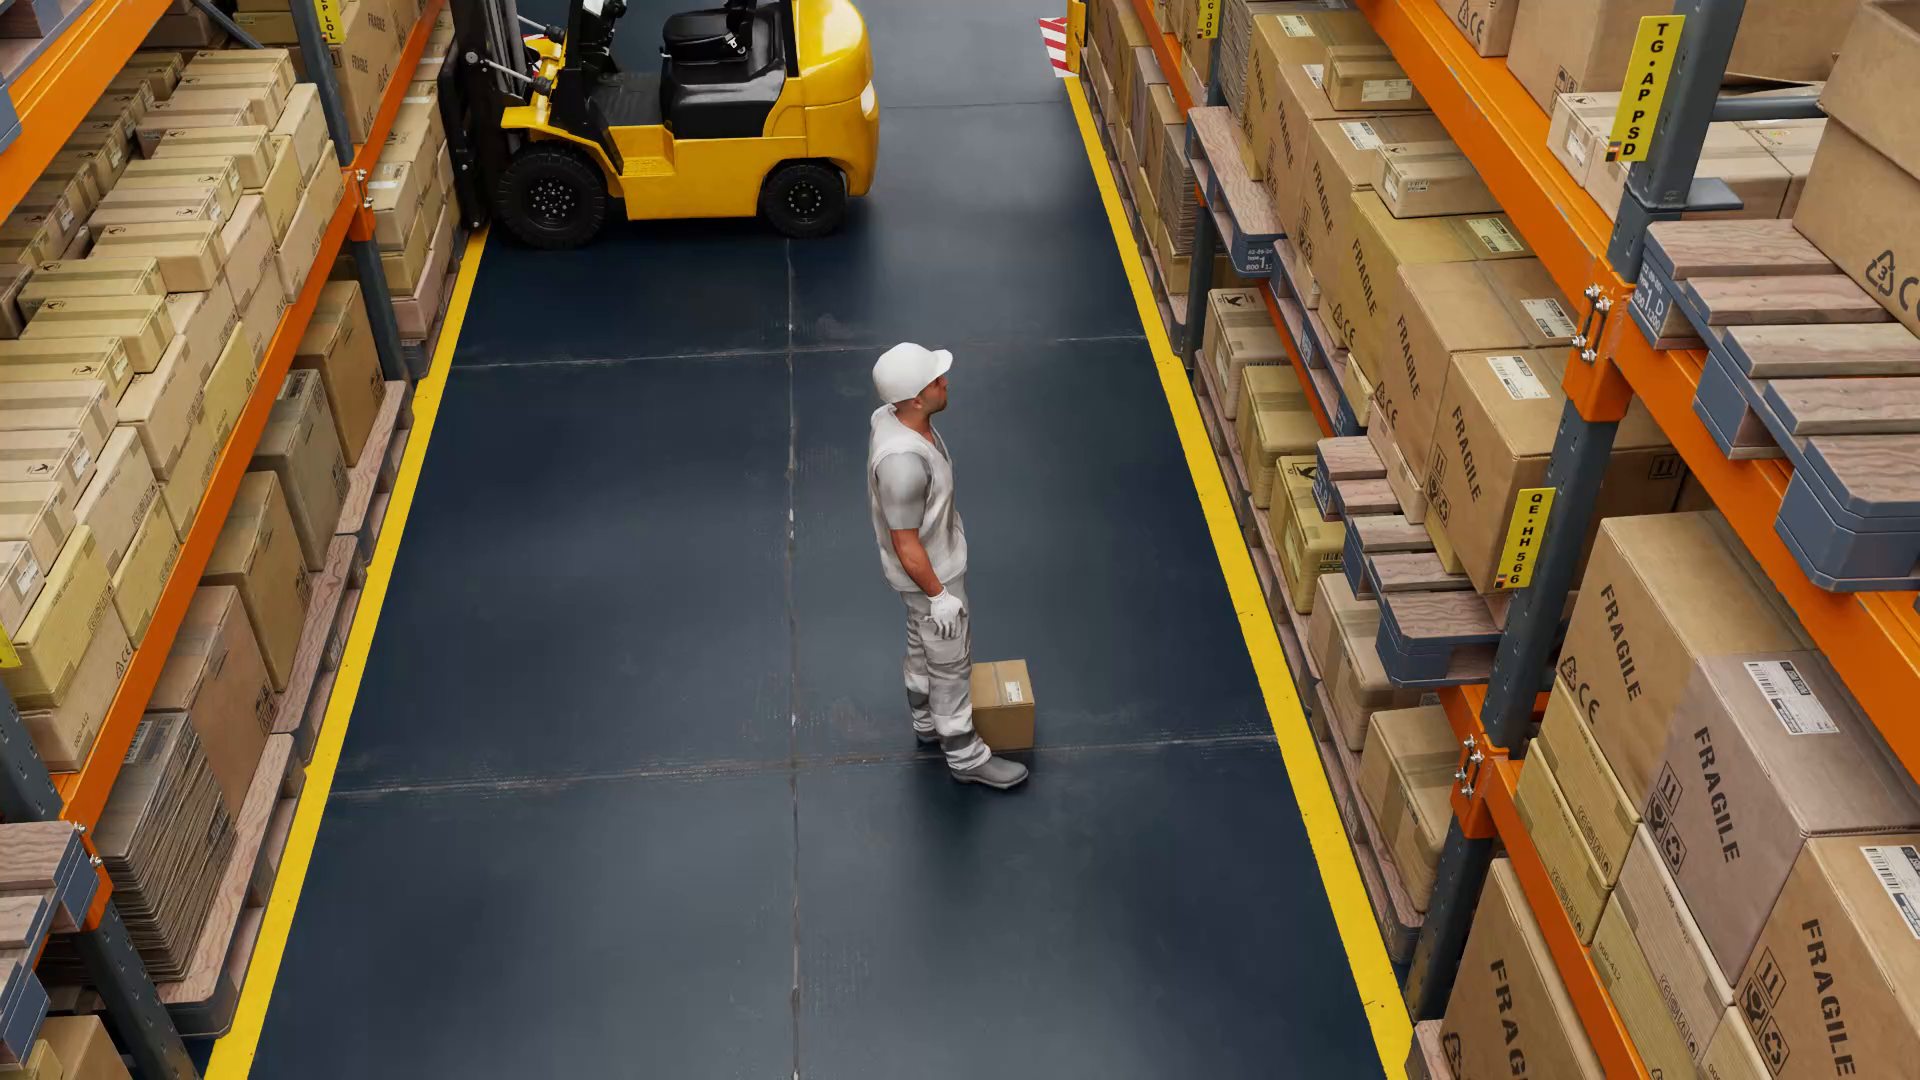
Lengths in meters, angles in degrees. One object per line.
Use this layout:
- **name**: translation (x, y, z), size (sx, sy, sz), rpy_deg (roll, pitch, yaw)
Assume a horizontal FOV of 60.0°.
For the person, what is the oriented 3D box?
- **person**: translation (-0.040, 0.080, 6.020), size (0.564, 1.787, 0.638), rpy_deg (-3, 39, -4)
